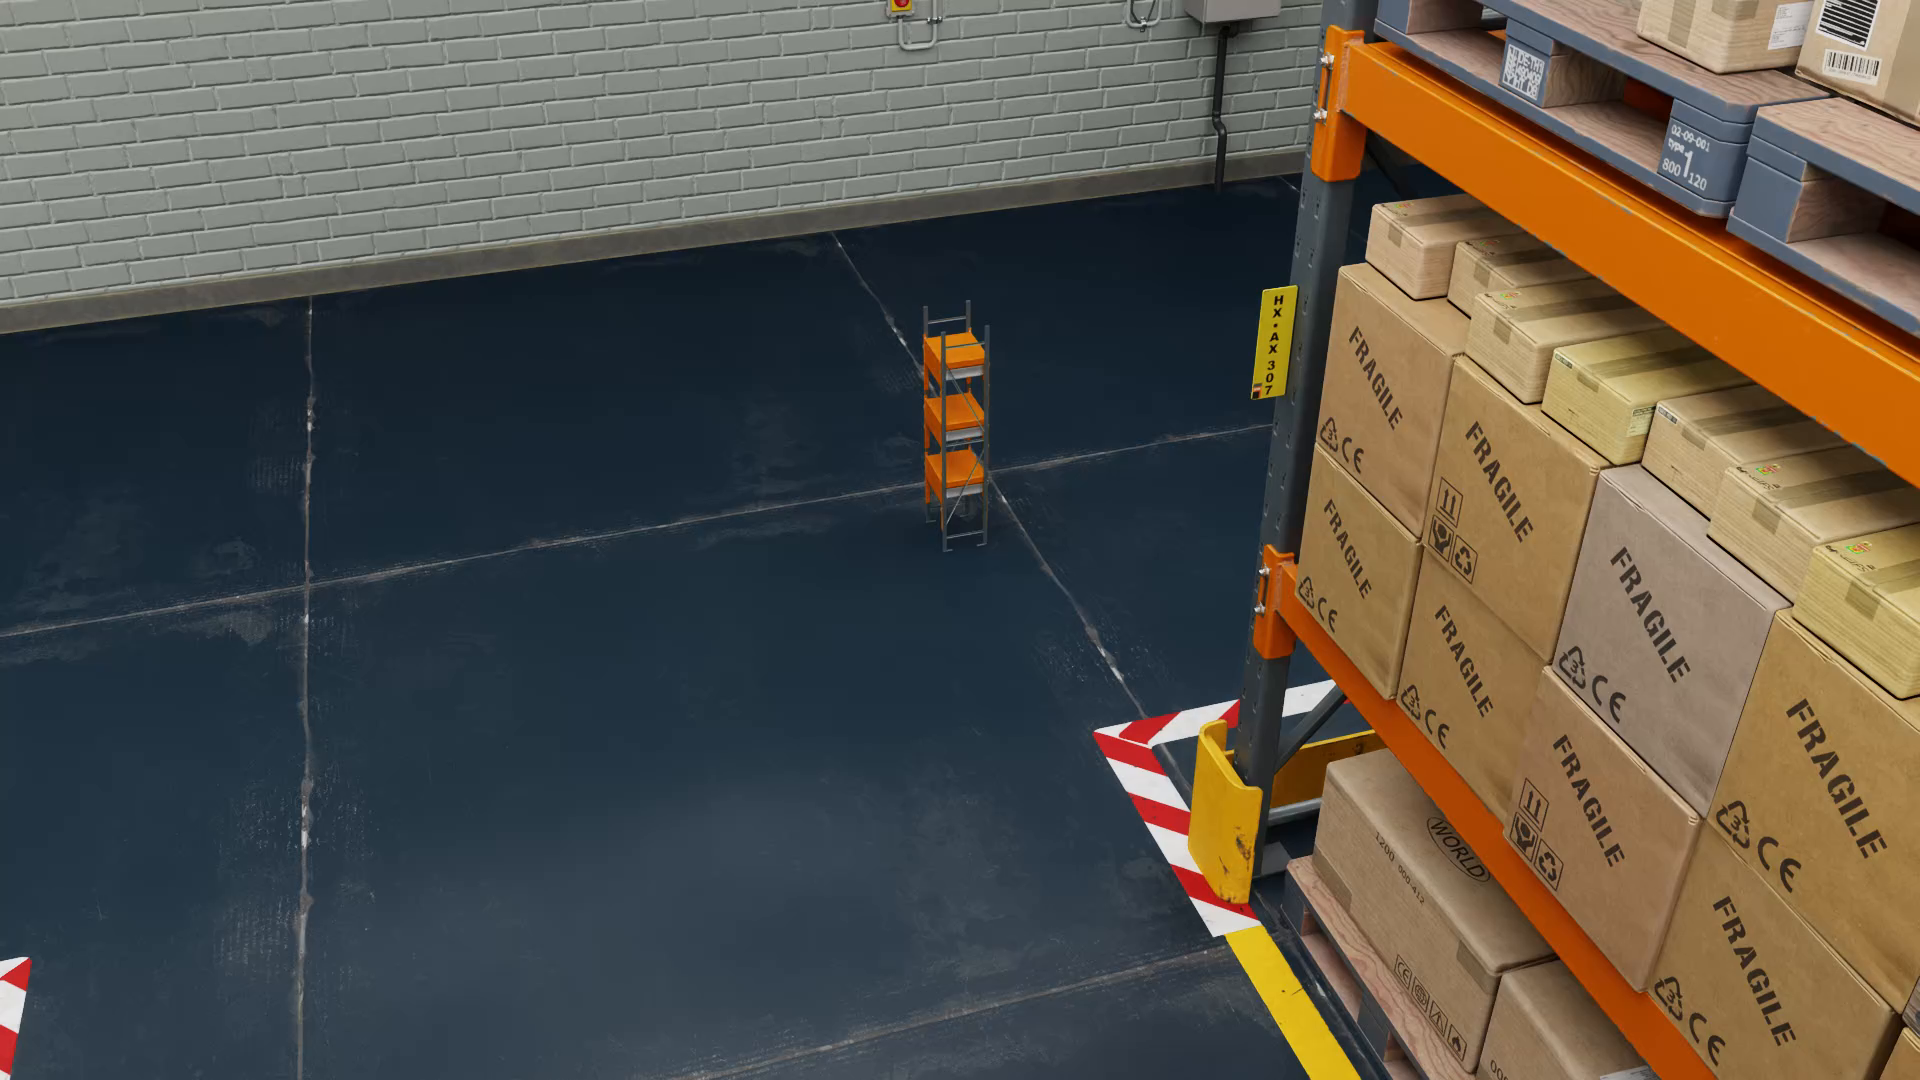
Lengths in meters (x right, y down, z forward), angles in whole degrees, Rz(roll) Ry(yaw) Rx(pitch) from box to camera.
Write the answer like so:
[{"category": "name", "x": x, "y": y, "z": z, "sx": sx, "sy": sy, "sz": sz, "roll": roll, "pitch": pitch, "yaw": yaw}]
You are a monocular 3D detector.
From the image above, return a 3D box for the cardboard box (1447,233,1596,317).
[{"category": "cardboard box", "x": 1.367, "y": -0.595, "z": 3.844, "sx": 0.380, "sy": 0.149, "sz": 0.250, "roll": -9, "pitch": 35, "yaw": -14}]

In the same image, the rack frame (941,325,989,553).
[{"category": "rack frame", "x": 0.021, "y": -0.402, "z": 6.906, "sx": 0.200, "sy": 1.050, "sz": 0.008, "roll": -10, "pitch": 35, "yaw": -15}]

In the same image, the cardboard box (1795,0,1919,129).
[{"category": "cardboard box", "x": 1.784, "y": -0.861, "z": 2.721, "sx": 0.500, "sy": 0.311, "sz": 0.500, "roll": -9, "pitch": 35, "yaw": -14}]

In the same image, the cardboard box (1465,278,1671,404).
[{"category": "cardboard box", "x": 1.337, "y": -0.439, "z": 3.608, "sx": 0.380, "sy": 0.149, "sz": 0.250, "roll": -9, "pitch": 34, "yaw": -13}]

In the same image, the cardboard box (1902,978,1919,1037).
[{"category": "cardboard box", "x": 1.877, "y": 0.682, "z": 2.499, "sx": 0.500, "sy": 0.500, "sz": 0.500, "roll": -10, "pitch": 35, "yaw": -14}]

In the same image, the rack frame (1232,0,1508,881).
[{"category": "rack frame", "x": 1.375, "y": -0.224, "z": 4.868, "sx": 1.000, "sy": 3.000, "sz": 0.127, "roll": -10, "pitch": 35, "yaw": -15}]

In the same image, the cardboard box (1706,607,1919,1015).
[{"category": "cardboard box", "x": 1.732, "y": 0.418, "z": 2.899, "sx": 0.500, "sy": 0.500, "sz": 0.500, "roll": -10, "pitch": 35, "yaw": -15}]

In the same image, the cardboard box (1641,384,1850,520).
[{"category": "cardboard box", "x": 1.565, "y": -0.175, "z": 3.208, "sx": 0.380, "sy": 0.149, "sz": 0.250, "roll": -10, "pitch": 35, "yaw": -14}]

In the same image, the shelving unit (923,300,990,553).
[{"category": "shelving unit", "x": -0.016, "y": -0.466, "z": 7.003, "sx": 0.215, "sy": 1.050, "sz": 0.252, "roll": -10, "pitch": 35, "yaw": -15}]

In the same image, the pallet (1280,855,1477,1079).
[{"category": "pallet", "x": 1.693, "y": 1.346, "z": 5.022, "sx": 1.003, "sy": 0.211, "sz": 1.213, "roll": -10, "pitch": 35, "yaw": -15}]

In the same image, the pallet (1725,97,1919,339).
[{"category": "pallet", "x": 1.987, "y": -0.409, "z": 2.508, "sx": 1.003, "sy": 0.211, "sz": 1.213, "roll": -10, "pitch": 35, "yaw": -15}]

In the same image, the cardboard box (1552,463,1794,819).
[{"category": "cardboard box", "x": 1.579, "y": 0.156, "z": 3.296, "sx": 0.500, "sy": 0.500, "sz": 0.500, "roll": -10, "pitch": 35, "yaw": -15}]

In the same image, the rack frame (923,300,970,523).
[{"category": "rack frame", "x": -0.054, "y": -0.530, "z": 7.100, "sx": 0.200, "sy": 1.050, "sz": 0.008, "roll": -10, "pitch": 35, "yaw": -15}]

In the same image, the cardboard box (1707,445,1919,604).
[{"category": "cardboard box", "x": 1.601, "y": -0.037, "z": 2.999, "sx": 0.380, "sy": 0.149, "sz": 0.250, "roll": -10, "pitch": 35, "yaw": -14}]

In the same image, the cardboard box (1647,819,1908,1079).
[{"category": "cardboard box", "x": 1.735, "y": 0.826, "z": 3.189, "sx": 0.500, "sy": 0.500, "sz": 0.500, "roll": -9, "pitch": 34, "yaw": -13}]

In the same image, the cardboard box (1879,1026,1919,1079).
[{"category": "cardboard box", "x": 1.881, "y": 1.103, "z": 2.769, "sx": 0.500, "sy": 0.500, "sz": 0.500, "roll": -11, "pitch": 35, "yaw": -15}]

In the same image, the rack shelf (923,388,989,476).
[{"category": "rack shelf", "x": -0.016, "y": -0.457, "z": 7.009, "sx": 0.215, "sy": 0.259, "sz": 0.240, "roll": -10, "pitch": 35, "yaw": -15}]

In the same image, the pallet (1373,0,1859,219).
[{"category": "pallet", "x": 1.611, "y": -1.051, "z": 3.479, "sx": 1.003, "sy": 0.211, "sz": 1.213, "roll": -10, "pitch": 35, "yaw": -15}]

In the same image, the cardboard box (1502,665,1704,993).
[{"category": "cardboard box", "x": 1.567, "y": 0.565, "z": 3.583, "sx": 0.500, "sy": 0.500, "sz": 0.500, "roll": -10, "pitch": 35, "yaw": -15}]

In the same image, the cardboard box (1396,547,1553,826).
[{"category": "cardboard box", "x": 1.429, "y": 0.295, "z": 3.992, "sx": 0.500, "sy": 0.500, "sz": 0.500, "roll": -10, "pitch": 35, "yaw": -15}]

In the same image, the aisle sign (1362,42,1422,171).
[{"category": "aisle sign", "x": 1.077, "y": -1.298, "z": 4.135, "sx": 0.394, "sy": 0.787, "sz": 0.004, "roll": -10, "pitch": 35, "yaw": -15}]

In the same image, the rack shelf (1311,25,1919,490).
[{"category": "rack shelf", "x": 1.985, "y": -0.125, "z": 2.651, "sx": 1.077, "sy": 0.370, "sz": 4.000, "roll": -10, "pitch": 35, "yaw": -15}]

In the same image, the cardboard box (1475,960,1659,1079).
[{"category": "cardboard box", "x": 1.959, "y": 1.478, "z": 4.235, "sx": 0.875, "sy": 0.438, "sz": 0.875, "roll": -9, "pitch": 35, "yaw": -13}]

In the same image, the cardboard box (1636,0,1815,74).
[{"category": "cardboard box", "x": 1.488, "y": -0.978, "z": 3.044, "sx": 0.380, "sy": 0.149, "sz": 0.250, "roll": -9, "pitch": 34, "yaw": -13}]

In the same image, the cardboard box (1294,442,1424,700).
[{"category": "cardboard box", "x": 1.248, "y": 0.034, "z": 4.386, "sx": 0.500, "sy": 0.500, "sz": 0.500, "roll": -10, "pitch": 35, "yaw": -15}]

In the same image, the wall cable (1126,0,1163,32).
[{"category": "wall cable", "x": 0.980, "y": -3.849, "z": 9.433, "sx": 0.588, "sy": 1.984, "sz": 0.122, "roll": -10, "pitch": 35, "yaw": -15}]

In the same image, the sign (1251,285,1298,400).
[{"category": "sign", "x": 0.844, "y": -0.528, "z": 4.471, "sx": 0.100, "sy": 0.325, "sz": 0.005, "roll": -10, "pitch": 35, "yaw": -15}]

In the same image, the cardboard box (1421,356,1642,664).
[{"category": "cardboard box", "x": 1.414, "y": -0.113, "z": 3.703, "sx": 0.500, "sy": 0.500, "sz": 0.500, "roll": -11, "pitch": 35, "yaw": -16}]

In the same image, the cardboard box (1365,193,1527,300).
[{"category": "cardboard box", "x": 1.219, "y": -0.721, "z": 4.034, "sx": 0.380, "sy": 0.149, "sz": 0.250, "roll": -9, "pitch": 35, "yaw": -14}]

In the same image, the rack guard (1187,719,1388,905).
[{"category": "rack guard", "x": 1.367, "y": 0.806, "z": 5.577, "sx": 1.175, "sy": 0.500, "sz": 0.348, "roll": -10, "pitch": 35, "yaw": -15}]

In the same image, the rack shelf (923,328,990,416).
[{"category": "rack shelf", "x": -0.016, "y": -0.694, "z": 6.852, "sx": 0.215, "sy": 0.259, "sz": 0.240, "roll": -10, "pitch": 35, "yaw": -15}]

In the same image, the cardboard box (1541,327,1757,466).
[{"category": "cardboard box", "x": 1.435, "y": -0.304, "z": 3.403, "sx": 0.380, "sy": 0.149, "sz": 0.250, "roll": -11, "pitch": 35, "yaw": -16}]

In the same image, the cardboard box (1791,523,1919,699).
[{"category": "cardboard box", "x": 1.652, "y": 0.101, "z": 2.791, "sx": 0.380, "sy": 0.149, "sz": 0.250, "roll": -11, "pitch": 35, "yaw": -16}]

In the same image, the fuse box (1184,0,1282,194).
[{"category": "fuse box", "x": 1.678, "y": -2.920, "z": 10.117, "sx": 0.539, "sy": 1.711, "sz": 0.414, "roll": -10, "pitch": 35, "yaw": -15}]

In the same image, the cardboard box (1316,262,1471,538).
[{"category": "cardboard box", "x": 1.250, "y": -0.383, "z": 4.111, "sx": 0.500, "sy": 0.500, "sz": 0.500, "roll": -11, "pitch": 35, "yaw": -16}]

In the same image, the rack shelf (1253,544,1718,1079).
[{"category": "rack shelf", "x": 1.985, "y": 1.126, "z": 3.478, "sx": 1.077, "sy": 0.370, "sz": 4.000, "roll": -10, "pitch": 35, "yaw": -15}]

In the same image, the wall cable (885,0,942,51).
[{"category": "wall cable", "x": -0.367, "y": -3.618, "z": 9.054, "sx": 0.585, "sy": 1.953, "sz": 0.123, "roll": -10, "pitch": 35, "yaw": -15}]

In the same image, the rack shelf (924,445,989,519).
[{"category": "rack shelf", "x": -0.016, "y": -0.225, "z": 7.162, "sx": 0.215, "sy": 0.259, "sz": 0.240, "roll": -10, "pitch": 35, "yaw": -15}]

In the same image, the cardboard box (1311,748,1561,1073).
[{"category": "cardboard box", "x": 1.671, "y": 0.999, "z": 4.960, "sx": 0.875, "sy": 0.438, "sz": 0.875, "roll": -11, "pitch": 35, "yaw": -16}]
